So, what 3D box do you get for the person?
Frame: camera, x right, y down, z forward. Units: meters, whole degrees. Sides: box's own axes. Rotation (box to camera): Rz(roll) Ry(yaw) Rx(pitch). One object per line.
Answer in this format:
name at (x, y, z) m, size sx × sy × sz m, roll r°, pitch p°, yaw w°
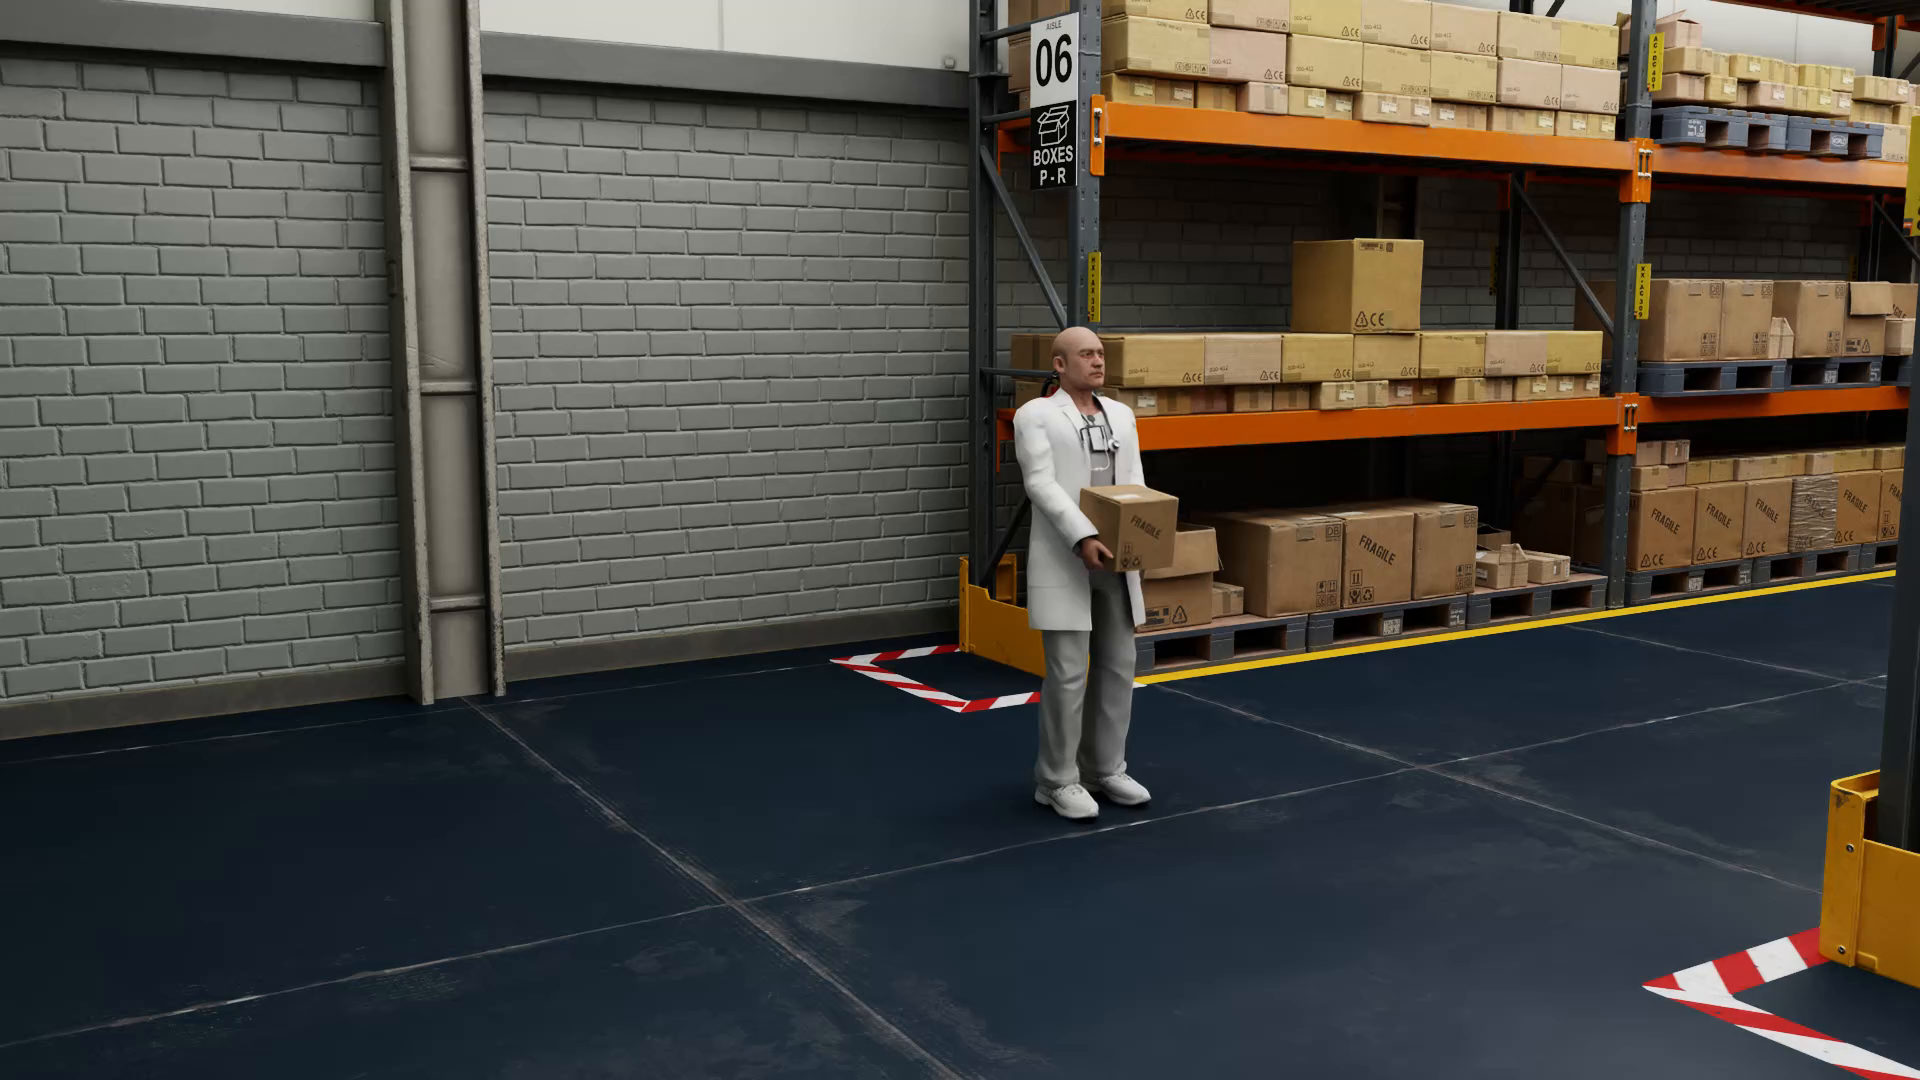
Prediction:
person at (0.508, 0.115, 6.074) m, size 0.527 × 1.769 × 0.563 m, roll -5°, pitch 9°, yaw -30°
